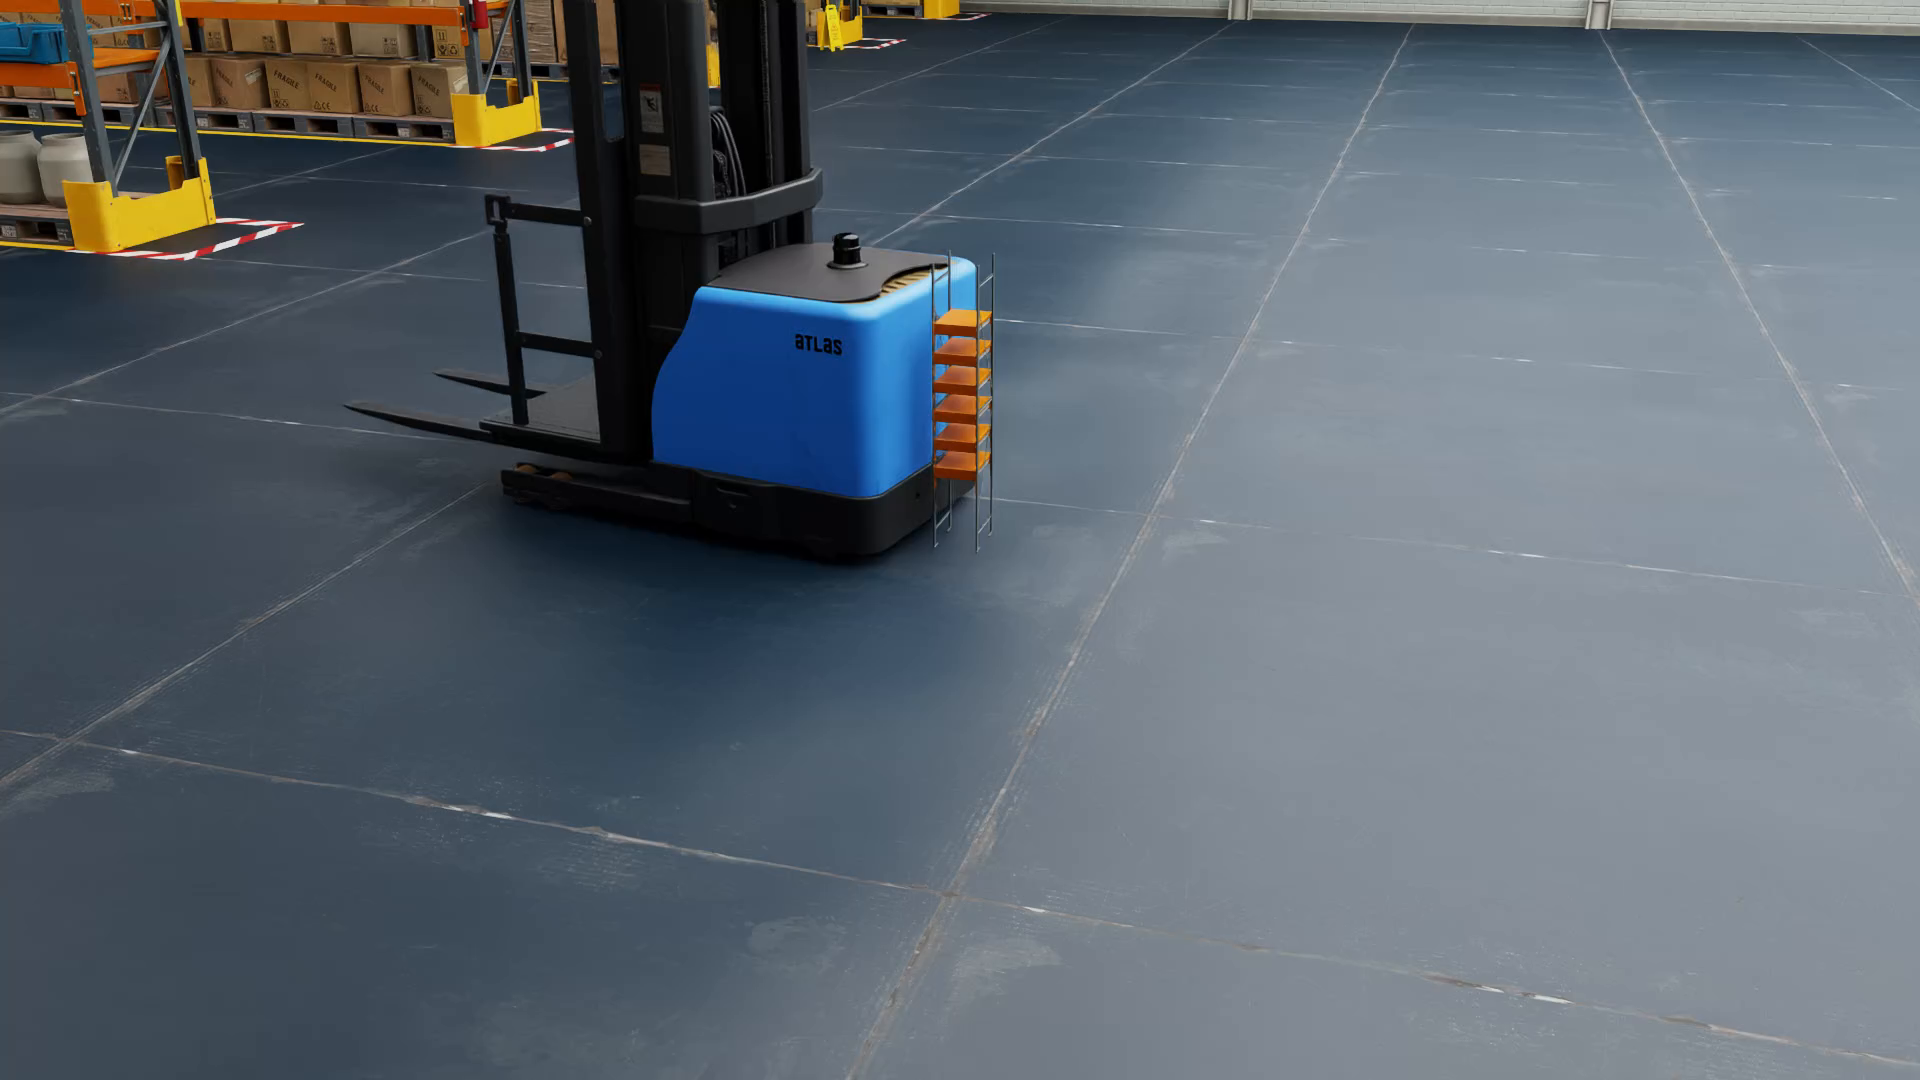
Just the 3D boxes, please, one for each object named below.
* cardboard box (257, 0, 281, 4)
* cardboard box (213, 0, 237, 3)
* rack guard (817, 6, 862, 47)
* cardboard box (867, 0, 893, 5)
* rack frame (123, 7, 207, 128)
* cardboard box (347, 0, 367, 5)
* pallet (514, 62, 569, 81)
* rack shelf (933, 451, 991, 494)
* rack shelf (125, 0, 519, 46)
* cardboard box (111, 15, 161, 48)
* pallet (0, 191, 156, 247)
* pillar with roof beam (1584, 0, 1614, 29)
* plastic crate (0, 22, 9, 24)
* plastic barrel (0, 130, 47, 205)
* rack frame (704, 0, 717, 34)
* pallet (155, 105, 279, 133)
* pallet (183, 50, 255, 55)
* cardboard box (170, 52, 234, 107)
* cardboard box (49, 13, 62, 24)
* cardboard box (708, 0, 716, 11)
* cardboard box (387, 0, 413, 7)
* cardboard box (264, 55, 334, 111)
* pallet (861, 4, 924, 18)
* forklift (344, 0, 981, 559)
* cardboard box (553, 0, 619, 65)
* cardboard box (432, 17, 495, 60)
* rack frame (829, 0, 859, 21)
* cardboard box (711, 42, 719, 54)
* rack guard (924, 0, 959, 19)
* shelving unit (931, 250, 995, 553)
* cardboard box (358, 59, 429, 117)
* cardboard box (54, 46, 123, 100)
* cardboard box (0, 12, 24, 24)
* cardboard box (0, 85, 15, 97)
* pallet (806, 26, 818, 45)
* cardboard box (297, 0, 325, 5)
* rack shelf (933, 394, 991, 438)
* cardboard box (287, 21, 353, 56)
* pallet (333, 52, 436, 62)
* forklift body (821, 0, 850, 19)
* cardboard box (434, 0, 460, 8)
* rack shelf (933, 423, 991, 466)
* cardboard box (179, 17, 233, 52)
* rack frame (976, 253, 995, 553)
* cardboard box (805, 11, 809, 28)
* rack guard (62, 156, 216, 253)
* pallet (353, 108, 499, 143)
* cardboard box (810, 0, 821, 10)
[{"bbox_3d":[-6.918,-5.539,16.876,0.250,0.149,0.380,7,23,16],"label":"cardboard box"},{"bbox_3d":[-7.406,-5.583,16.983,0.250,0.149,0.380,7,23,16],"label":"cardboard box"},{"bbox_3d":[-1.858,-7.962,25.745,0.348,0.500,1.175,7,23,16],"label":"rack guard"},{"bbox_3d":[-1.369,-9.831,30.077,0.500,0.250,0.500,7,23,15],"label":"cardboard box"},{"bbox_3d":[-8.477,-5.948,17.542,0.127,3.000,1.000,7,23,16],"label":"rack frame"},{"bbox_3d":[-5.936,-5.461,16.686,0.250,0.149,0.380,7,23,16],"label":"cardboard box"},{"bbox_3d":[-5.070,-6.204,21.840,1.213,0.211,1.003,7,23,15],"label":"pallet"},{"bbox_3d":[0.014,-0.290,6.870,0.180,0.103,0.258,7,23,15],"label":"rack shelf"},{"bbox_3d":[-6.562,-5.396,17.144,4.000,0.370,1.077,7,23,16],"label":"rack shelf"},{"bbox_3d":[-11.483,-7.192,23.316,0.500,0.500,0.500,6,23,15],"label":"cardboard box"},{"bbox_3d":[-6.941,-2.502,12.815,1.213,0.211,1.003,7,23,16],"label":"pallet"},{"bbox_3d":[9.484,-11.214,22.474,0.400,9.000,9.100,7,23,16],"label":"pillar with roof beam"},{"bbox_3d":[-7.264,-3.661,12.161,0.408,0.251,0.499,7,23,16],"label":"plastic crate"},{"bbox_3d":[-7.210,-2.853,12.720,0.421,0.512,0.421,0,22,0],"label":"plastic barrel"},{"bbox_3d":[-3.118,-7.301,20.839,0.127,3.000,1.000,7,23,16],"label":"rack frame"},{"bbox_3d":[-7.824,-4.597,17.923,1.213,0.211,1.003,7,23,16],"label":"pallet"},{"bbox_3d":[-10.044,-6.774,23.229,1.213,0.211,1.003,7,23,16],"label":"pallet"},{"bbox_3d":[-8.106,-4.927,17.794,0.500,0.500,0.500,6,23,14],"label":"cardboard box"},{"bbox_3d":[-12.489,-7.303,23.585,0.500,0.500,0.500,5,23,13],"label":"cardboard box"},{"bbox_3d":[-3.609,-8.486,25.811,0.500,0.500,0.500,6,23,14],"label":"cardboard box"},{"bbox_3d":[-5.473,-5.386,16.502,0.250,0.149,0.380,7,23,16],"label":"cardboard box"},{"bbox_3d":[-6.938,-4.828,17.551,0.500,0.500,0.500,4,23,11],"label":"cardboard box"},{"bbox_3d":[-1.099,-9.692,30.345,1.213,0.211,1.003,7,23,16],"label":"pallet"},{"bbox_3d":[-1.461,-1.652,7.159,3.031,2.935,1.130,11,25,25],"label":"forklift"},{"bbox_3d":[-4.629,-6.658,21.518,0.875,0.875,0.875,6,23,15],"label":"cardboard box"},{"bbox_3d":[-6.366,-6.856,22.001,0.875,0.875,0.875,7,23,16],"label":"cardboard box"},{"bbox_3d":[-1.785,-9.110,25.250,0.127,3.000,1.000,7,23,16],"label":"rack frame"},{"bbox_3d":[-3.623,-7.201,24.352,0.380,0.149,0.250,-20,29,-39],"label":"cardboard box"},{"bbox_3d":[-0.332,-9.755,30.116,0.348,0.500,1.175,7,23,16],"label":"rack guard"},{"bbox_3d":[0.014,-0.554,6.762,0.189,1.200,0.258,7,23,15],"label":"shelving unit"},{"bbox_3d":[-5.823,-4.675,17.178,0.500,0.500,0.500,13,26,29],"label":"cardboard box"},{"bbox_3d":[-9.510,-5.129,18.260,0.500,0.500,0.700,6,23,15],"label":"cardboard box"},{"bbox_3d":[-13.469,-7.419,23.868,0.500,0.500,0.500,8,24,18],"label":"cardboard box"},{"bbox_3d":[-10.580,-5.252,18.558,0.500,0.500,0.700,9,24,20],"label":"cardboard box"},{"bbox_3d":[-2.625,-7.930,26.048,1.213,0.211,1.003,7,23,16],"label":"pallet"},{"bbox_3d":[-6.446,-5.476,16.721,0.250,0.149,0.380,7,23,16],"label":"cardboard box"},{"bbox_3d":[0.014,-0.512,6.779,0.180,0.103,0.258,7,23,15],"label":"rack shelf"},{"bbox_3d":[-8.490,-7.035,22.603,0.750,0.750,1.050,7,23,15],"label":"cardboard box"},{"bbox_3d":[-7.708,-6.506,22.577,1.213,0.211,1.003,7,23,16],"label":"pallet"},{"bbox_3d":[-2.697,-10.066,28.700,1.214,2.155,2.313,7,23,16],"label":"forklift body"},{"bbox_3d":[-4.980,-5.350,16.414,0.250,0.149,0.380,7,23,16],"label":"cardboard box"},{"bbox_3d":[0.014,-0.401,6.825,0.180,0.103,0.258,7,23,15],"label":"rack shelf"},{"bbox_3d":[-10.220,-7.232,23.082,0.750,0.750,1.050,6,23,15],"label":"cardboard box"},{"bbox_3d":[0.101,-0.544,6.738,0.006,1.200,0.240,7,23,15],"label":"rack frame"},{"bbox_3d":[-2.659,-8.026,25.677,0.500,0.250,0.500,6,23,15],"label":"cardboard box"},{"bbox_3d":[-6.164,-2.545,12.539,0.348,0.500,1.175,7,23,16],"label":"rack guard"},{"bbox_3d":[-5.488,-4.330,17.271,1.213,0.211,1.003,7,23,16],"label":"pallet"},{"bbox_3d":[-2.500,-8.570,26.017,0.500,0.500,0.500,6,23,14],"label":"cardboard box"}]
